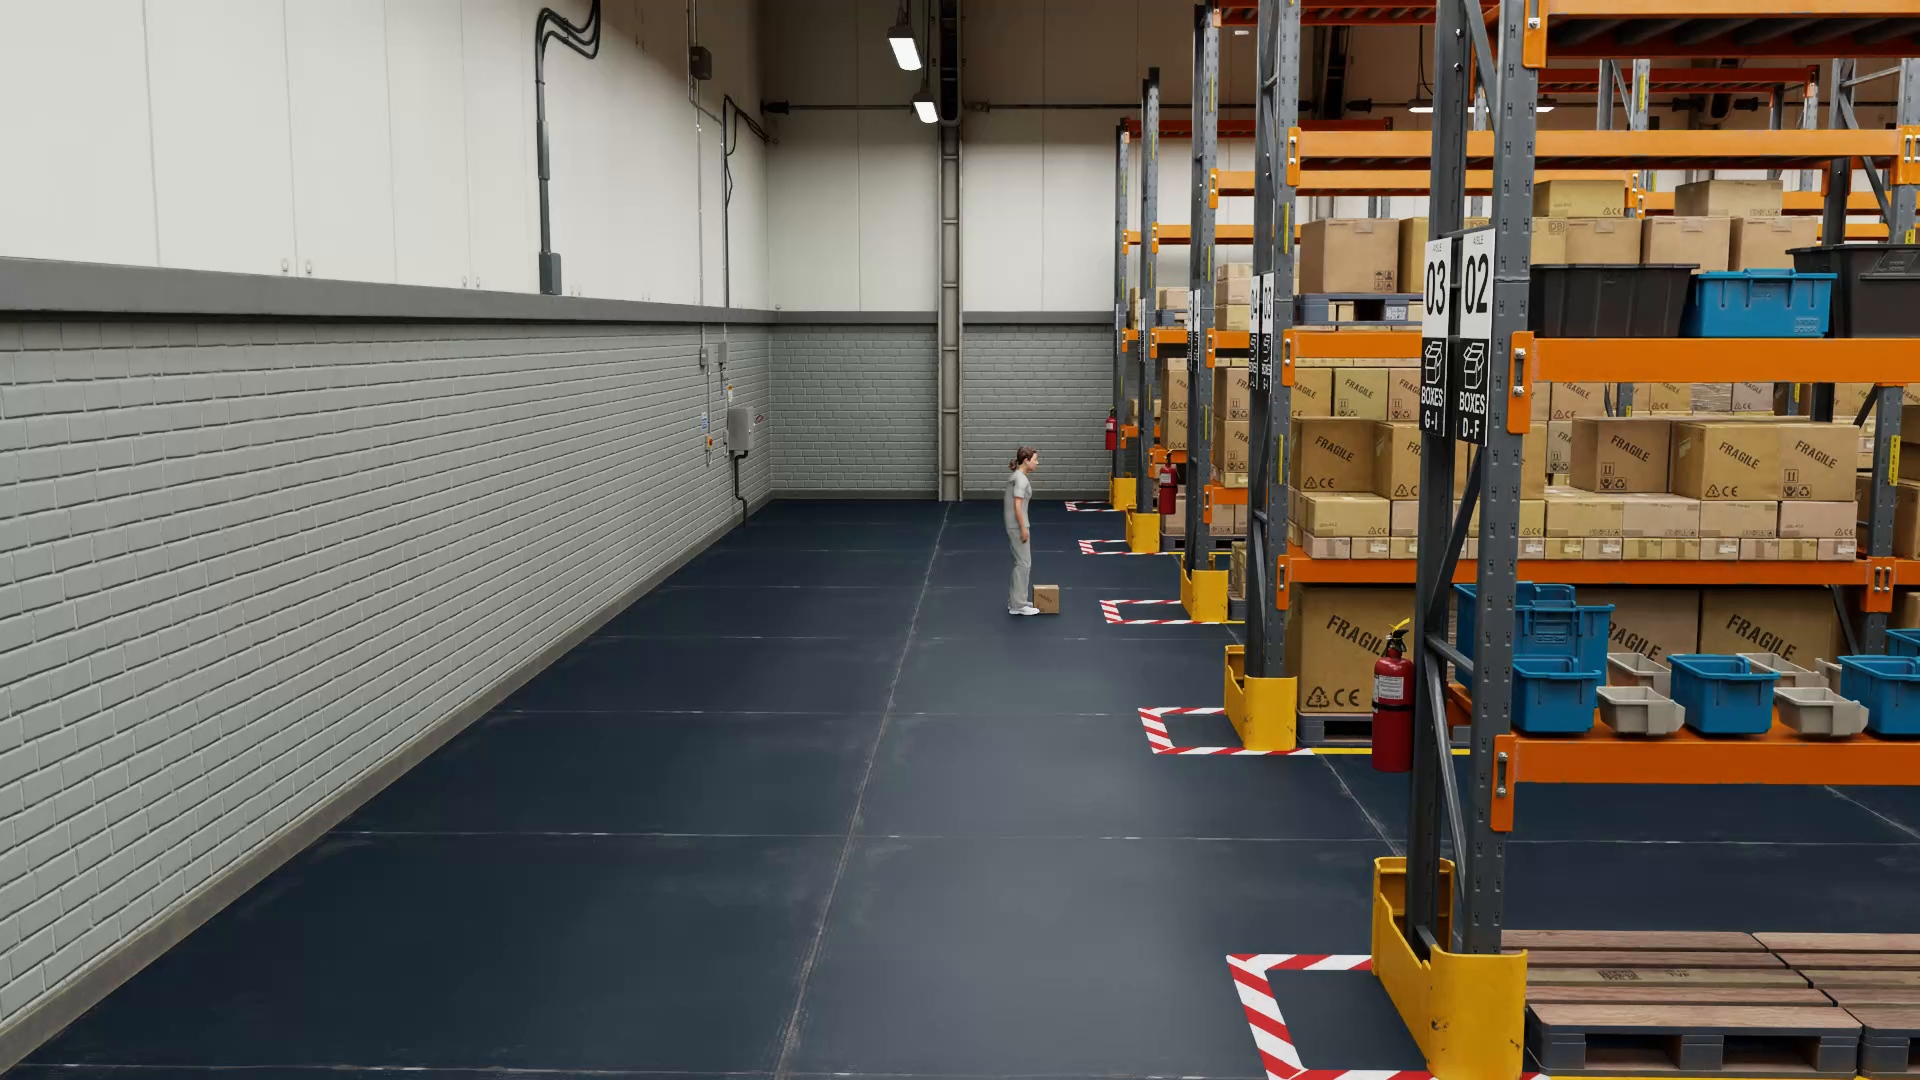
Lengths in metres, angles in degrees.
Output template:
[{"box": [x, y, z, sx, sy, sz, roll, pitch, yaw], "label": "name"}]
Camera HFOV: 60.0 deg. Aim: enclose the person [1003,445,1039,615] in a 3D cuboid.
[{"box": [0.612, -0.109, 16.636, 0.357, 1.672, 0.486, 0, 7, 0], "label": "person"}]
